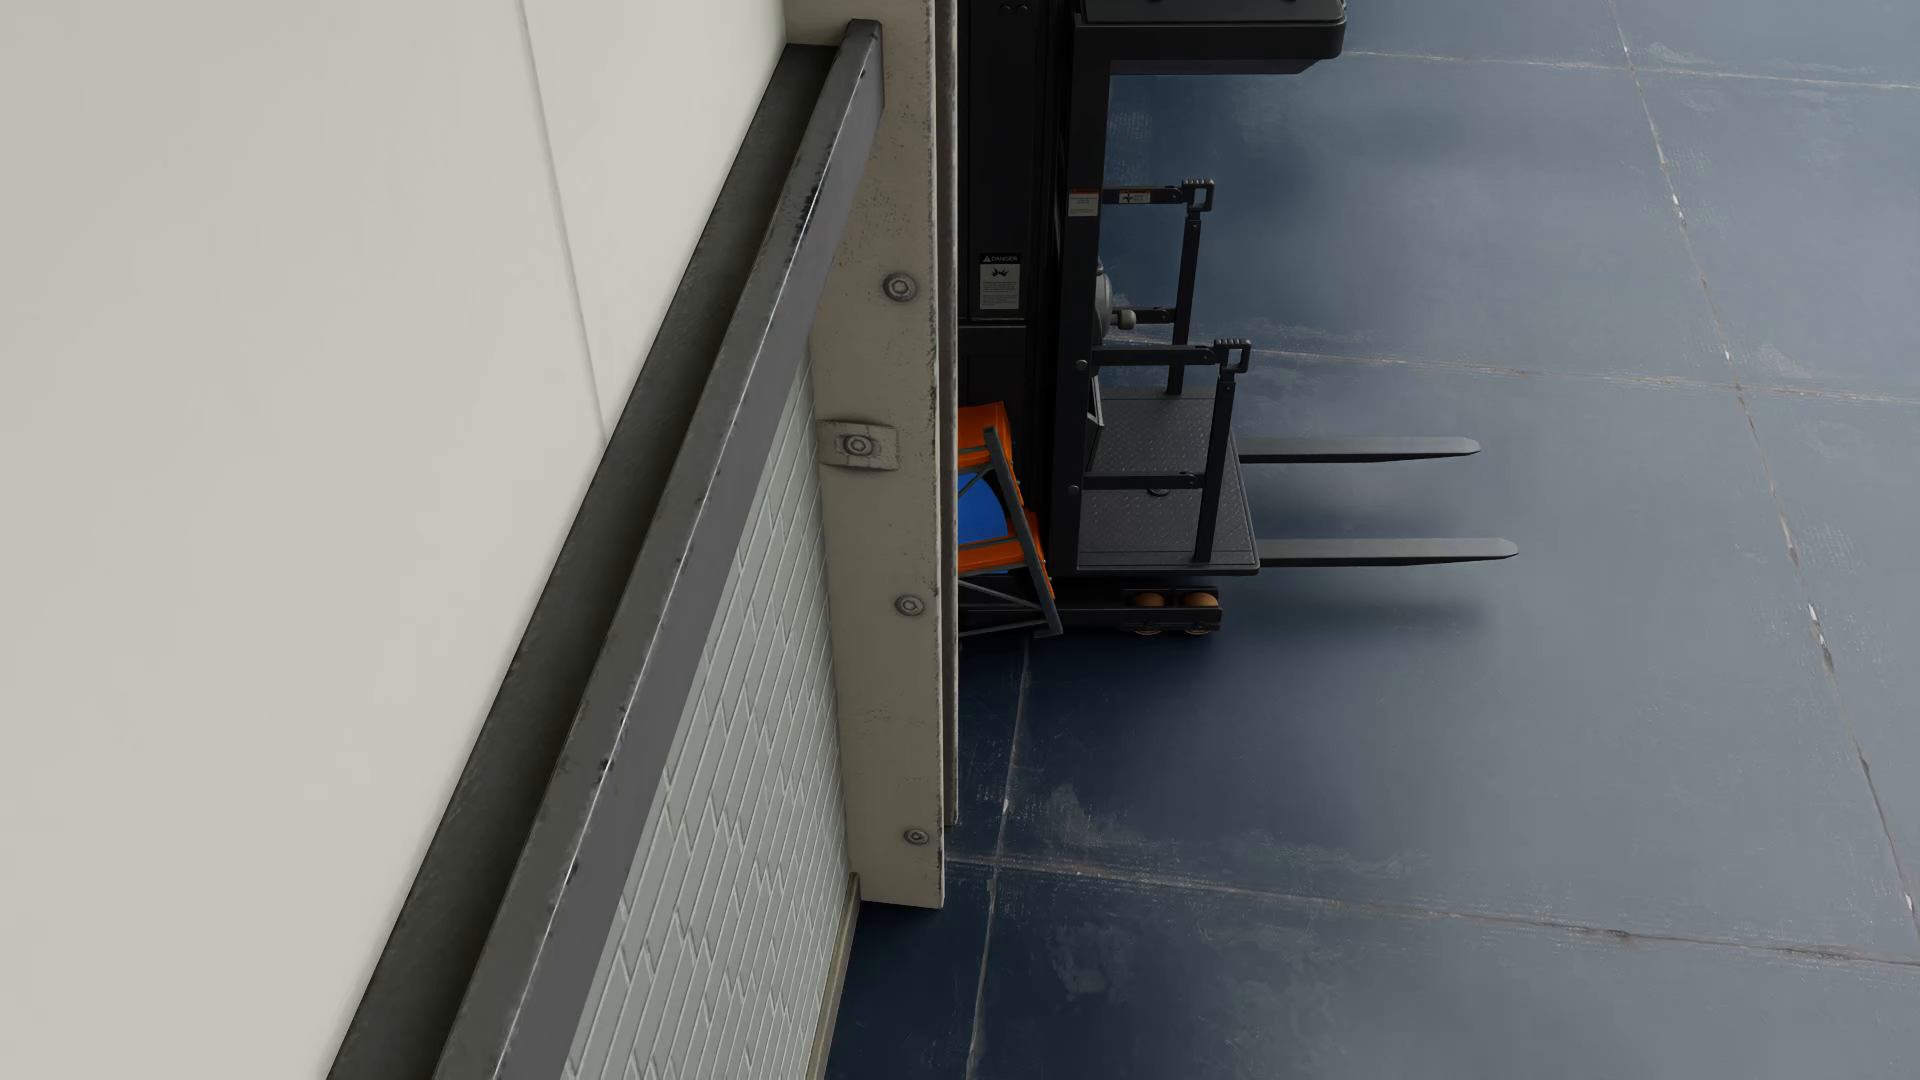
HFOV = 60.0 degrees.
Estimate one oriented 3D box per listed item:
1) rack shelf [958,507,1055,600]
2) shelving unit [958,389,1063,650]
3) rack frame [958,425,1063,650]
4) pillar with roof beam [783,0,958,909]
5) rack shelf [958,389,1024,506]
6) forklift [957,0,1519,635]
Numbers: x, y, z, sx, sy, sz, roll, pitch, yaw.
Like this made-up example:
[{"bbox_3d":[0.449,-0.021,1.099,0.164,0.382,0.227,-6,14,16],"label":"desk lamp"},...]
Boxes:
[{"bbox_3d":[0.057,-0.202,6.390,0.538,0.278,1.000,-10,49,10],"label":"rack shelf"},{"bbox_3d":[-0.002,-0.356,6.209,0.538,1.125,1.048,-10,49,10],"label":"shelving unit"},{"bbox_3d":[0.008,0.031,5.879,0.500,1.125,0.032,-10,49,10],"label":"rack frame"},{"bbox_3d":[4.082,-1.812,2.119,9.100,9.000,0.400,5,44,6],"label":"pillar with roof beam"},{"bbox_3d":[-0.072,-0.539,5.991,0.538,0.278,1.000,-10,49,10],"label":"rack shelf"},{"bbox_3d":[0.625,-1.069,5.747,3.031,2.935,1.130,0,43,0],"label":"forklift"}]
